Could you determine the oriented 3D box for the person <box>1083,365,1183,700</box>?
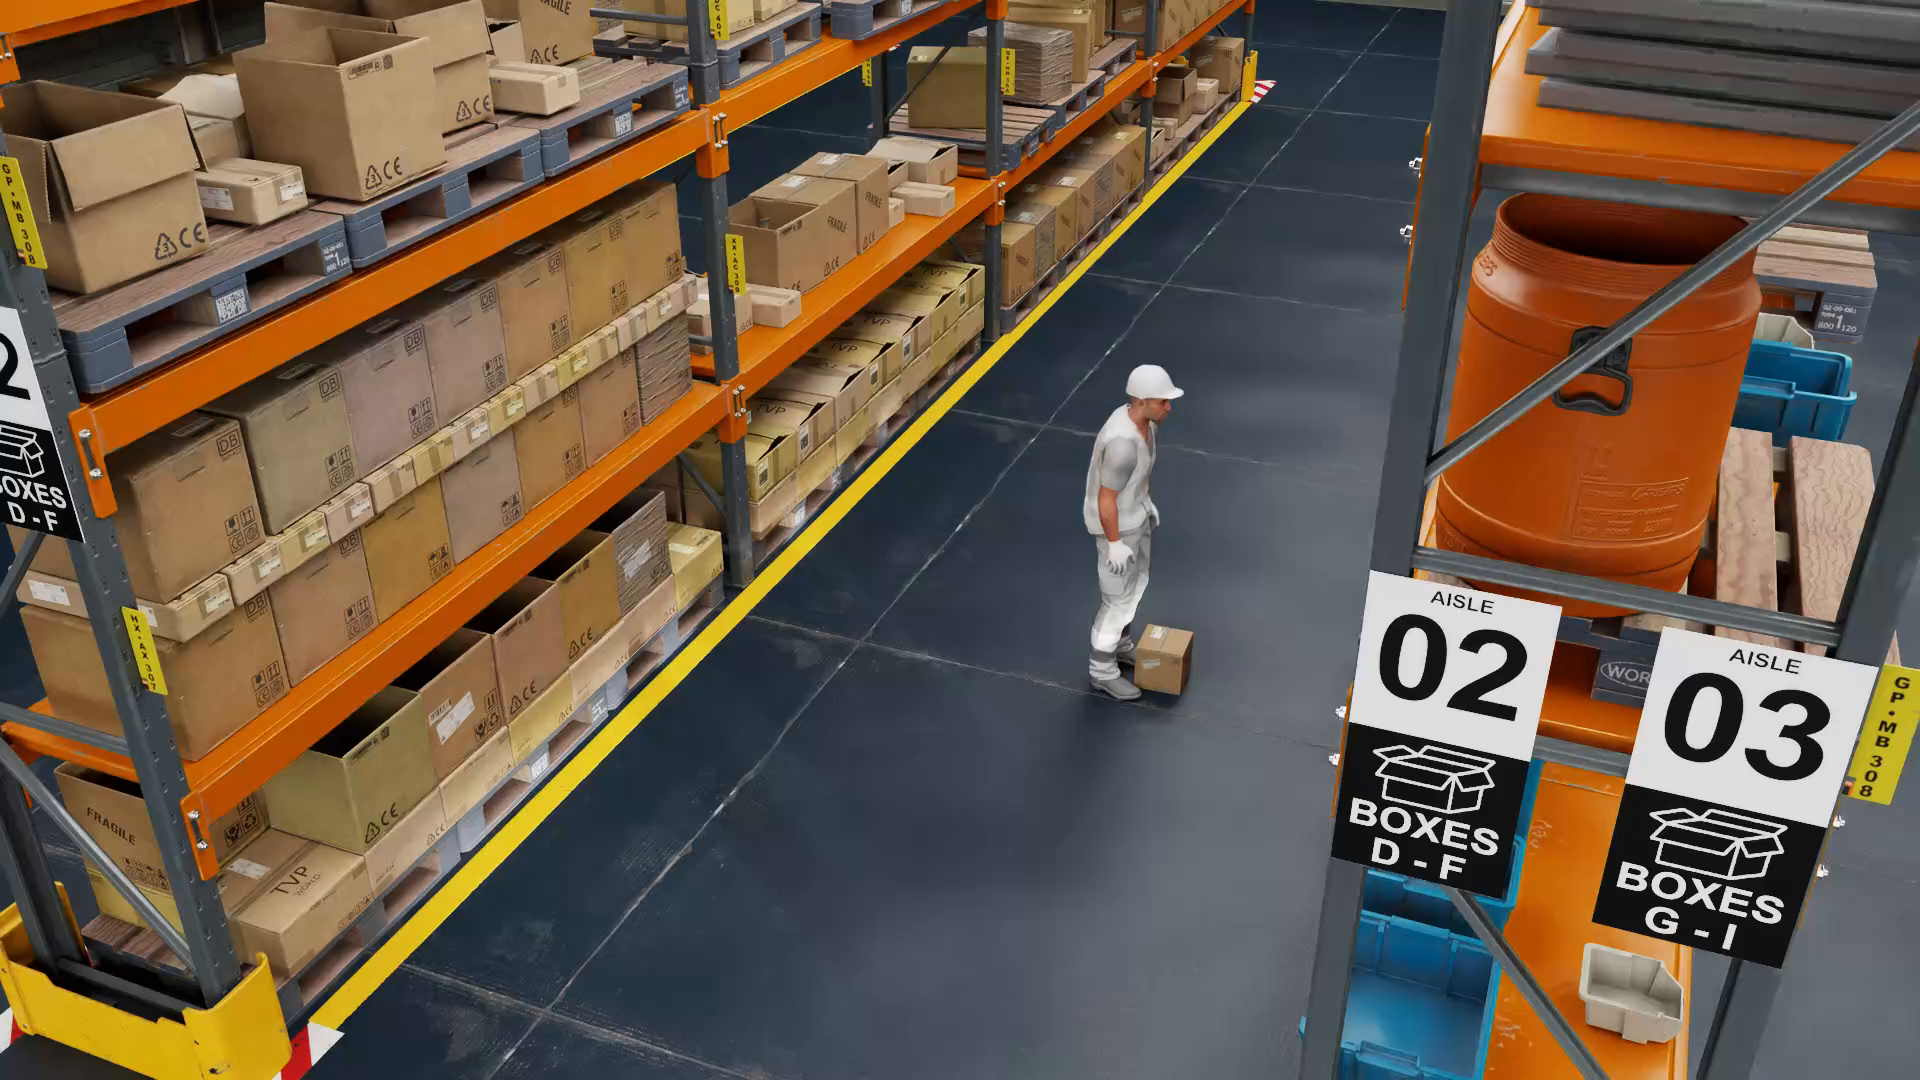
[{"bbox_3d":[0.866,-0.068,8.506,0.449,1.780,0.581,11,31,19],"label":"person"}]
